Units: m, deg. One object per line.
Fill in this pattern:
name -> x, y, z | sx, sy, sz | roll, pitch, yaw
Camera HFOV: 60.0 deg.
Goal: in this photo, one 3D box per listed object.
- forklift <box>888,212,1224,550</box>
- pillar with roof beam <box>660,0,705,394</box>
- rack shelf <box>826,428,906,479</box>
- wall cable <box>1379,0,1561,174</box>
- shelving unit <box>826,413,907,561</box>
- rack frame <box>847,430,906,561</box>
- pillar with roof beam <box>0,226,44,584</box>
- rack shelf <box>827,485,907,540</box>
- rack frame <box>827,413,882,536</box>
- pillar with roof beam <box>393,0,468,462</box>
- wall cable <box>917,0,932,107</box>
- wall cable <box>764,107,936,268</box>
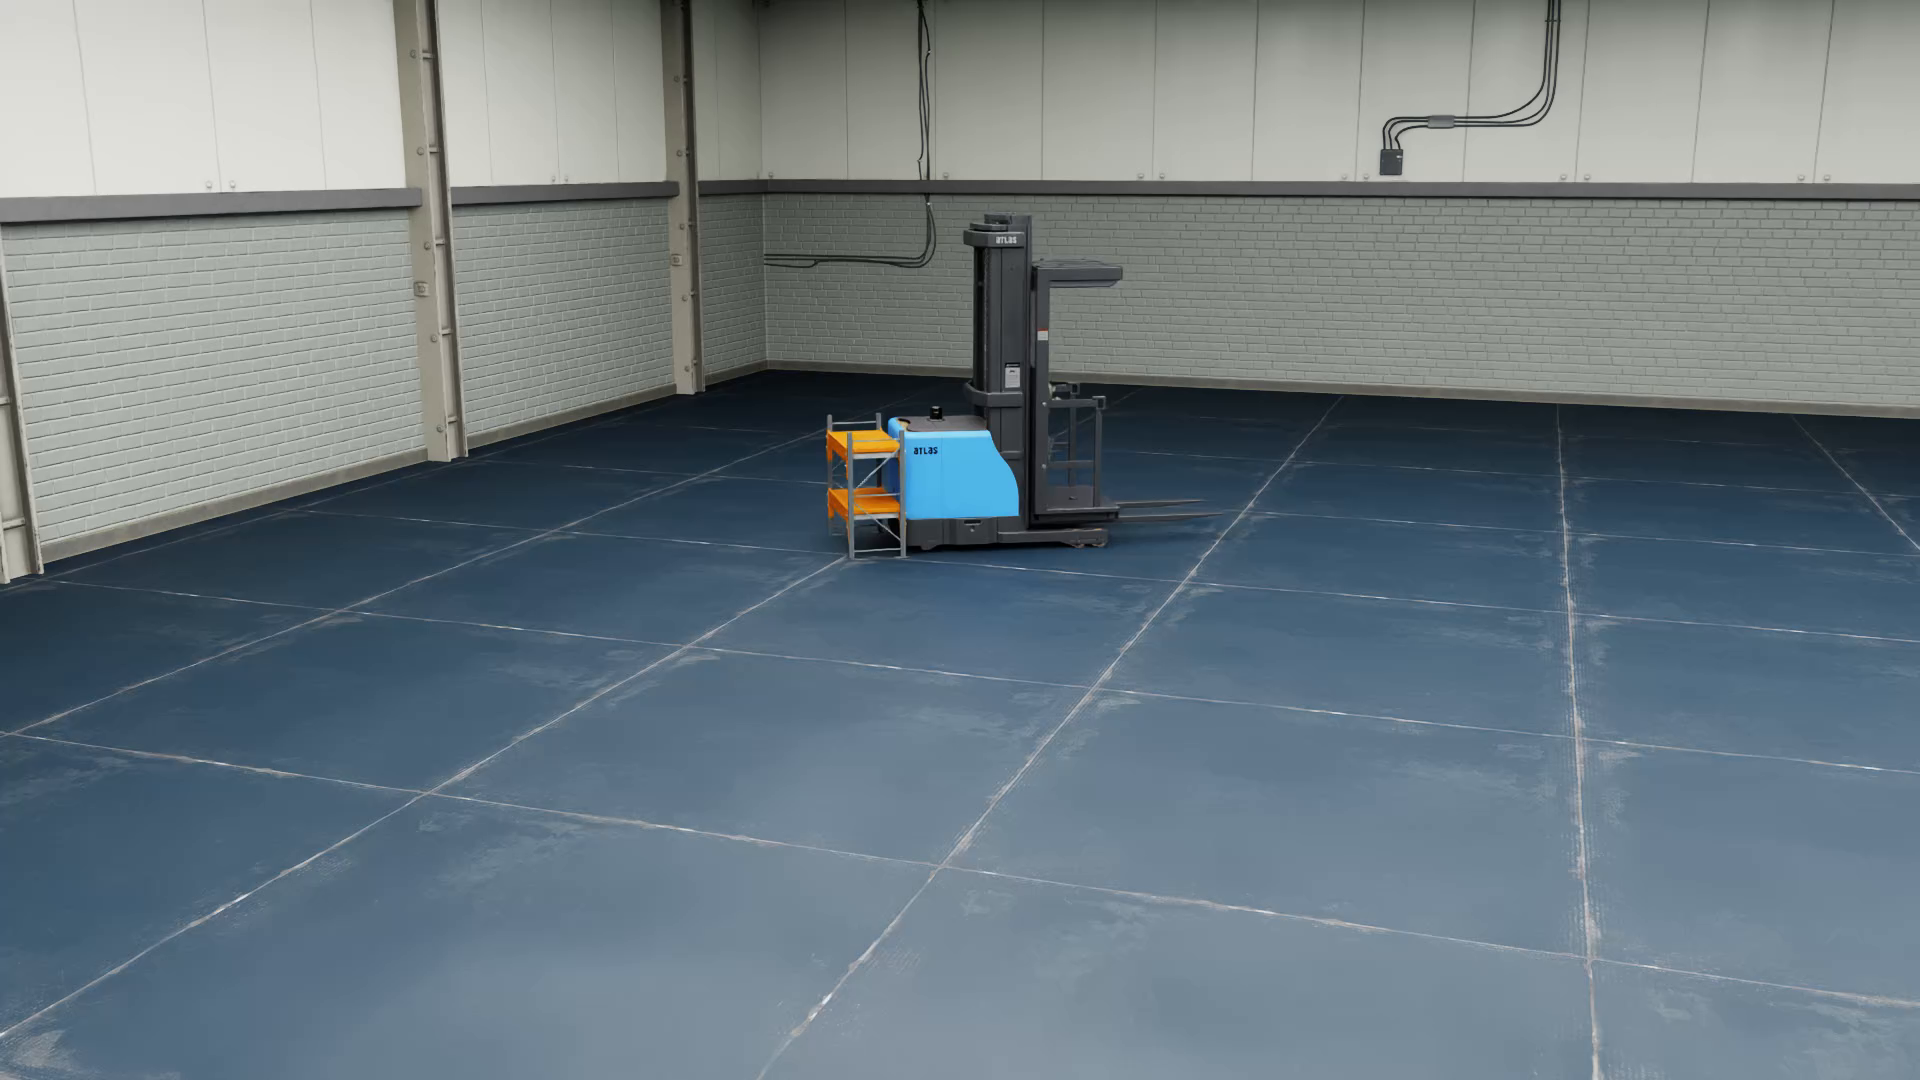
forklift -> 0.885, -1.472, 15.113 | 3.031, 2.935, 1.130 | -2, 13, -9
pillar with roof beam -> 0.019, -6.297, 22.617 | 9.100, 9.000, 0.400 | 4, 14, 18
rack shelf -> -0.846, -0.780, 14.823 | 0.538, 0.278, 1.000 | -3, 13, -14
wall cable -> 7.128, -8.103, 22.887 | 2.305, 6.003, 0.169 | 4, 14, 18
shelving unit -> -0.846, -0.494, 14.888 | 0.538, 1.125, 1.048 | -3, 13, -14
rack frame -> -0.722, -0.385, 14.407 | 0.500, 1.125, 0.032 | -3, 13, -14
pillar with roof beam -> -3.864, -3.770, 11.547 | 9.100, 9.000, 0.400 | 4, 14, 18
rack shelf -> -0.846, -0.256, 14.942 | 0.538, 0.278, 1.000 | -3, 13, -14
rack frame -> -0.971, -0.604, 15.368 | 0.500, 1.125, 0.032 | -3, 13, -14
pillar with roof beam -> -1.922, -5.034, 17.082 | 9.100, 9.000, 0.400 | 4, 14, 18
wall cable -> 0.710, -7.886, 25.205 | 3.097, 2.526, 0.112 | 4, 14, 18
wall cable -> -1.850, -5.618, 26.621 | 3.097, 2.526, 0.112 | 4, 14, 18
